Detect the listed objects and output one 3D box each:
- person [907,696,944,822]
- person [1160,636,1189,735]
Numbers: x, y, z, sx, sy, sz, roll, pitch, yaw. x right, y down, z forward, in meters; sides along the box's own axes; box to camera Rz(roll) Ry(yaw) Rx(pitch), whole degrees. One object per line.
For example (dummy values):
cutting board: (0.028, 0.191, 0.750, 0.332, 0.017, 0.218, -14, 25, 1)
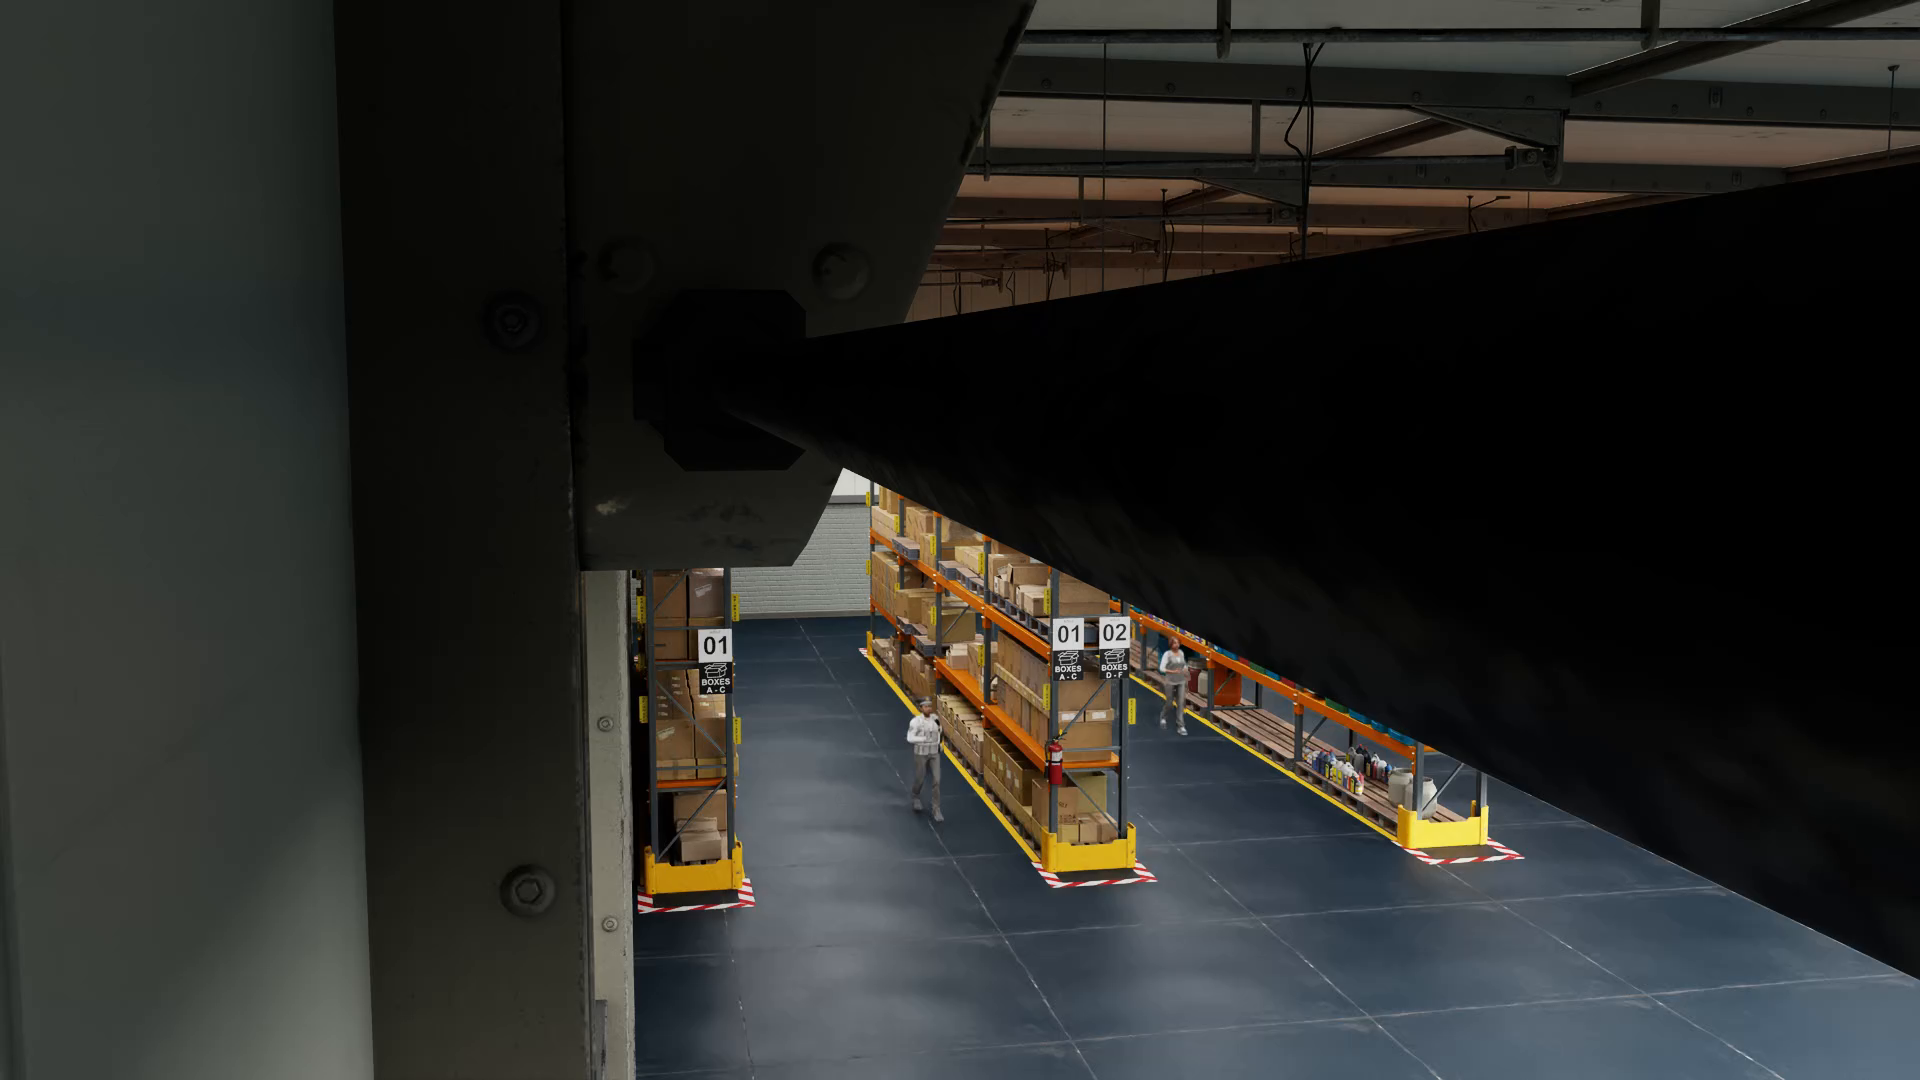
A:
person: (-0.466, 3.027, 23.368, 0.605, 1.713, 0.855, -2, 6, -22)
person: (3.552, 2.381, 27.473, 0.551, 1.586, 0.760, -2, 6, -20)
